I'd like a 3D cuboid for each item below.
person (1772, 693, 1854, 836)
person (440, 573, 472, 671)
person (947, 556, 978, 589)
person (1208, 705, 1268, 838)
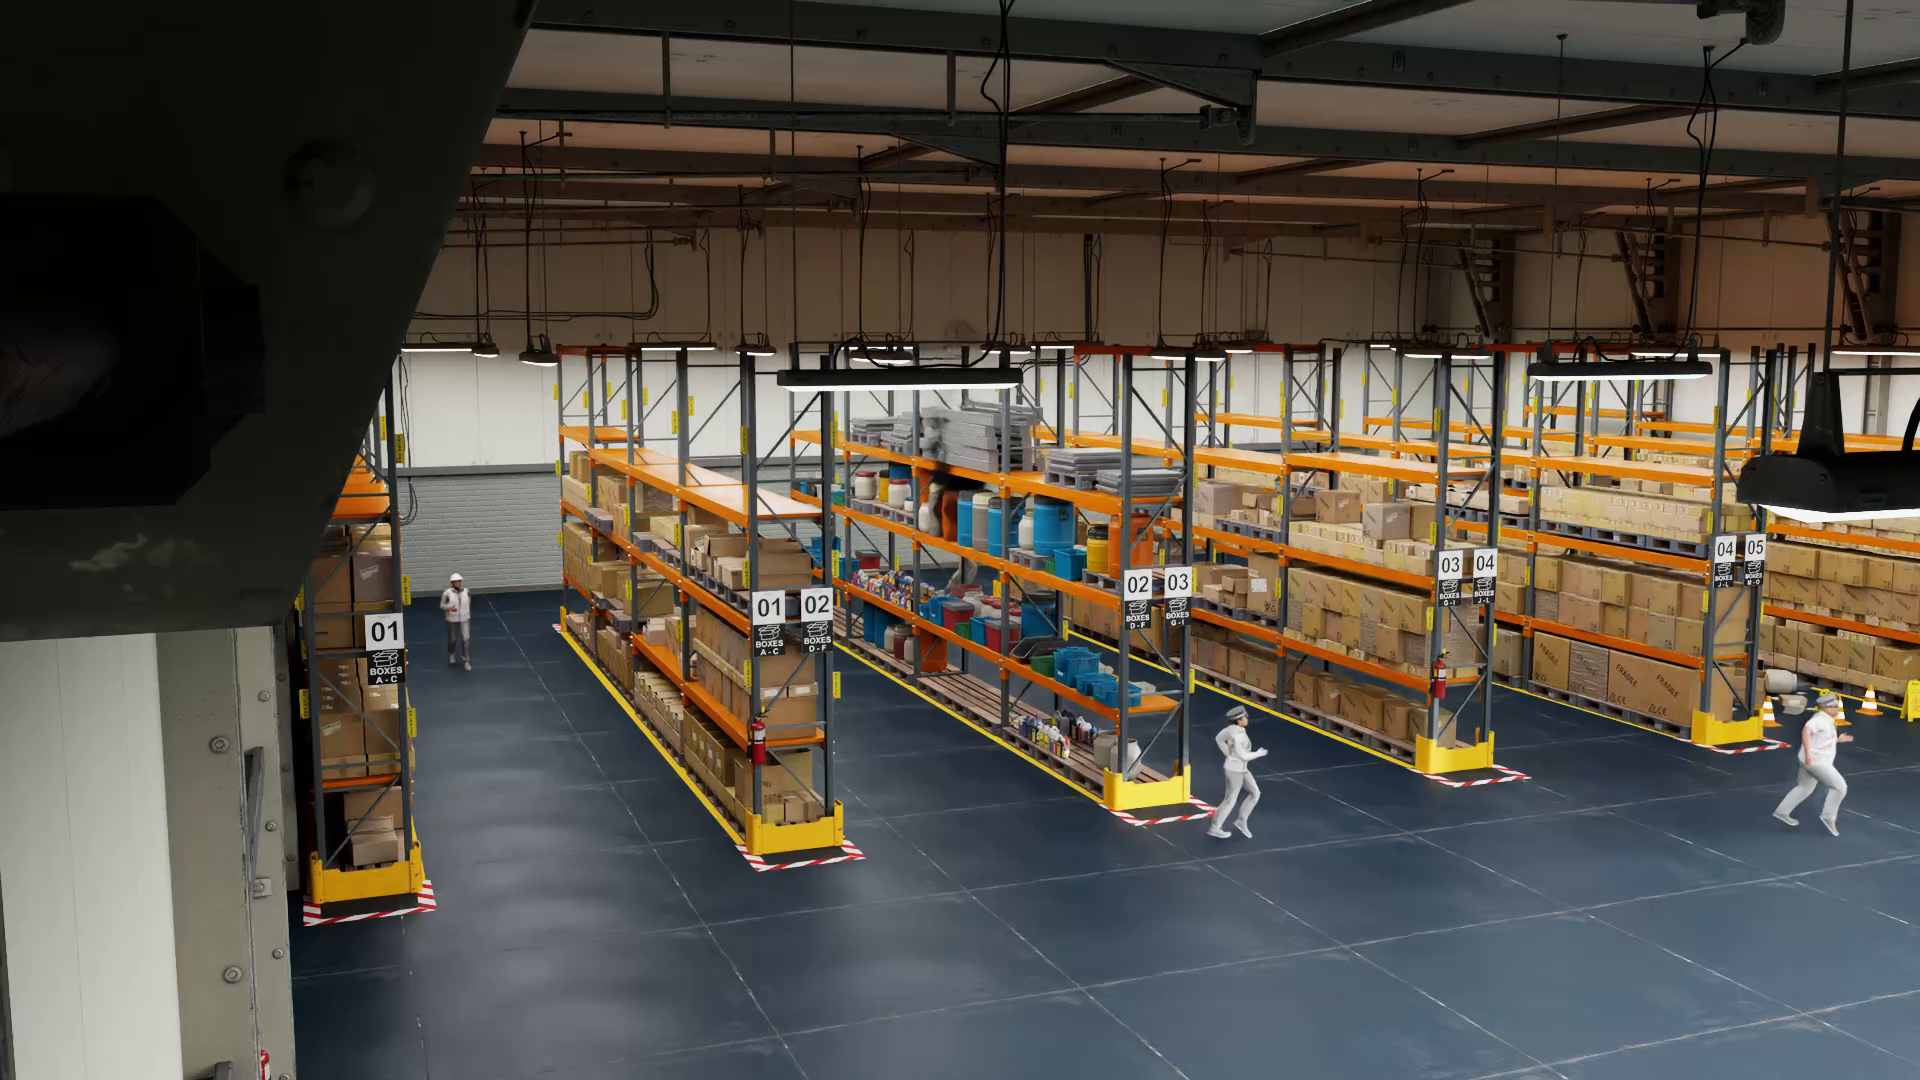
[{"bbox_3d":[10.750,2.820,20.926,0.875,1.828,0.686,2,8,17],"label":"person"},{"bbox_3d":[-9.408,1.502,31.079,0.610,1.805,0.889,-4,8,-26],"label":"person"},{"bbox_3d":[0.115,0.438,39.867,0.853,1.809,0.629,-1,7,-5],"label":"person"},{"bbox_3d":[3.450,2.882,20.631,0.711,1.706,0.611,1,7,9],"label":"person"}]
